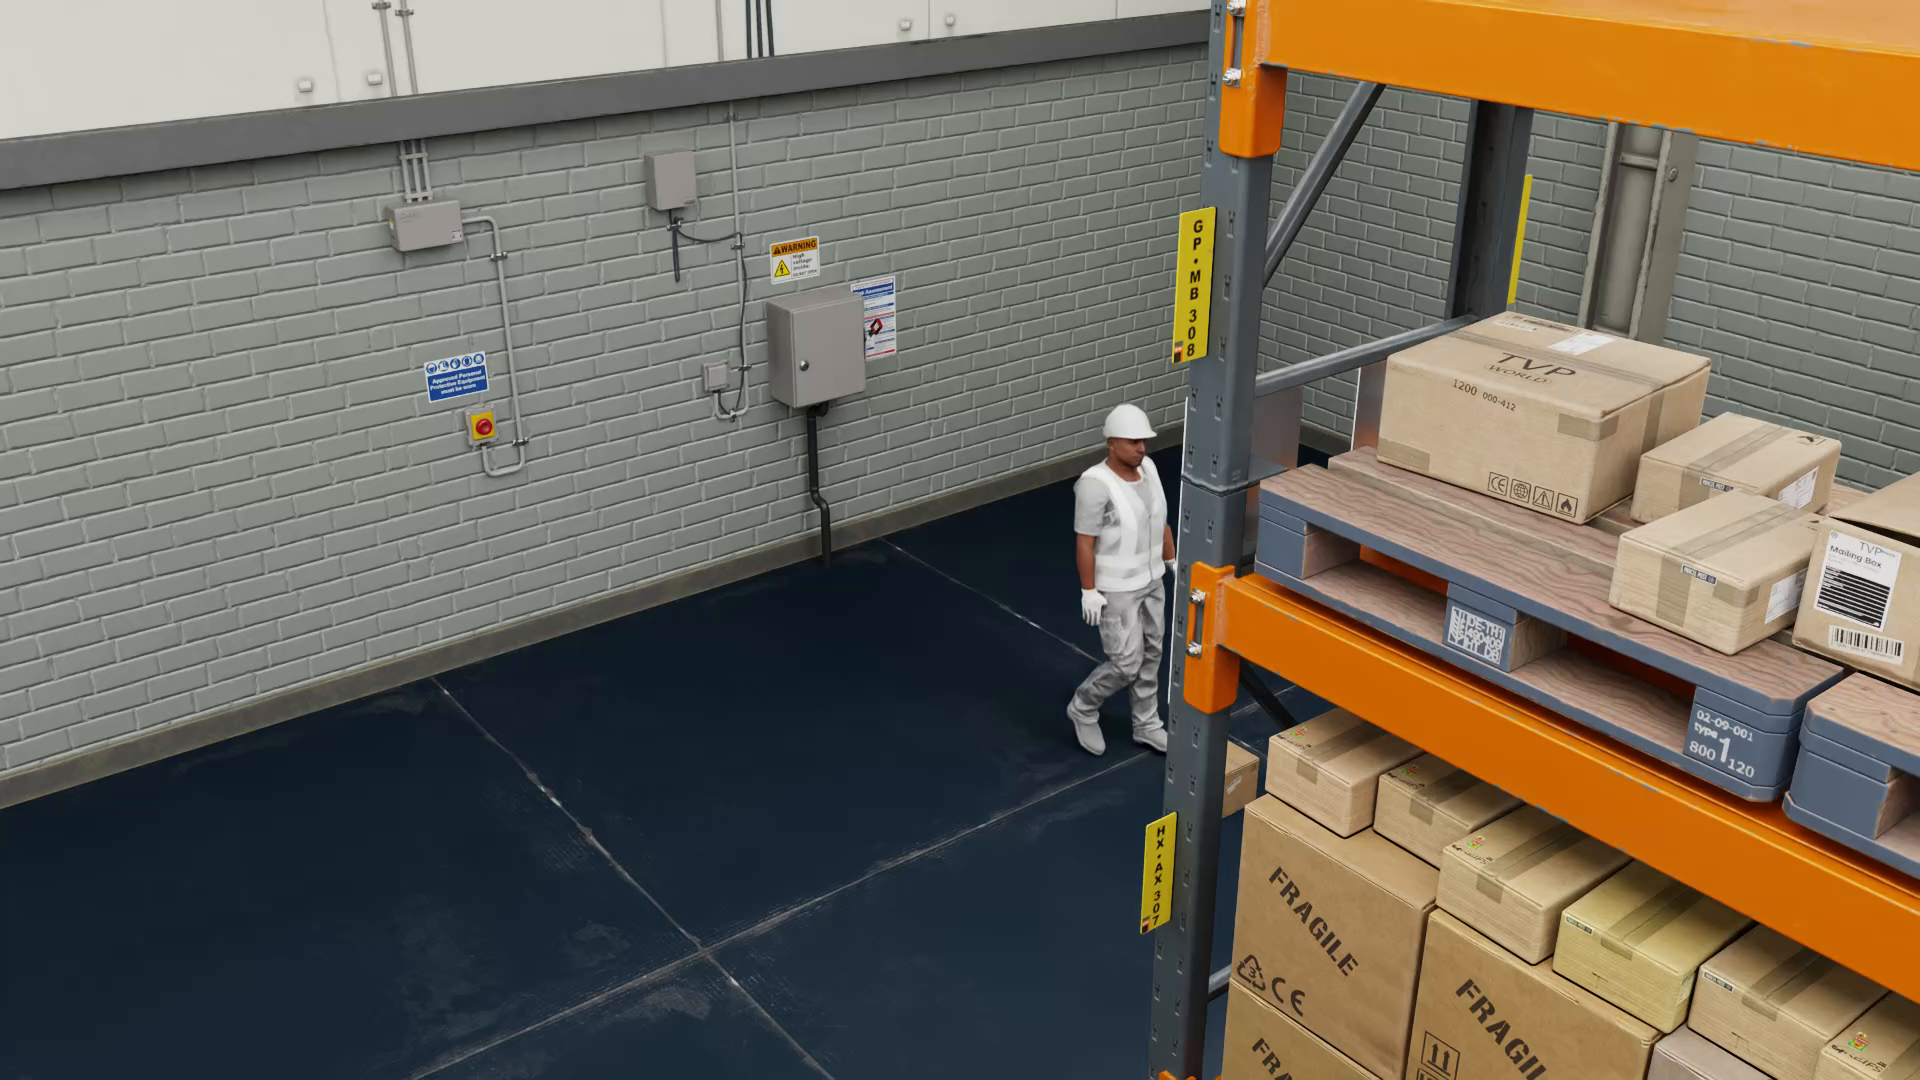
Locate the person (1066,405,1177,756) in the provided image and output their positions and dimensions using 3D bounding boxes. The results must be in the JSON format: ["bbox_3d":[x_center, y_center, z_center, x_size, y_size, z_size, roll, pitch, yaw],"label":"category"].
[{"bbox_3d":[0.860,0.219,8.058,0.572,1.781,0.580,20,31,37],"label":"person"}]
